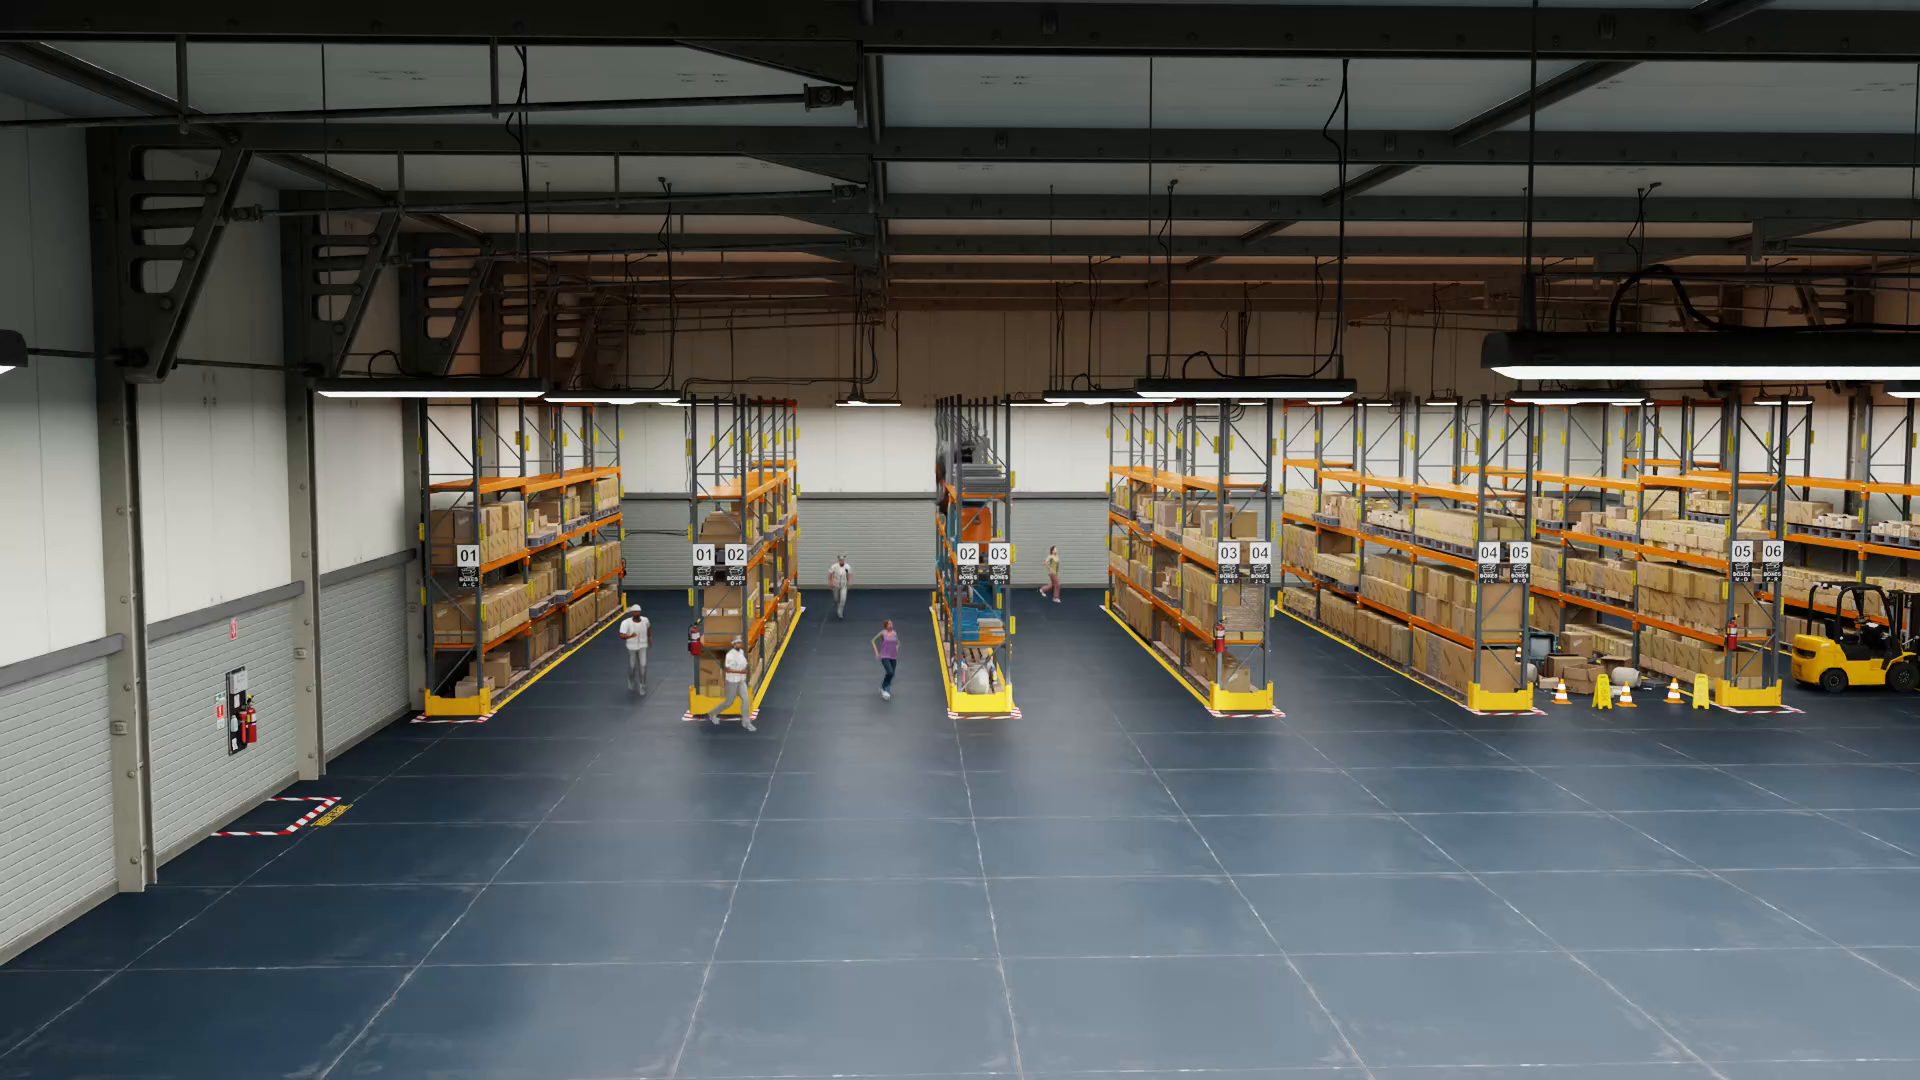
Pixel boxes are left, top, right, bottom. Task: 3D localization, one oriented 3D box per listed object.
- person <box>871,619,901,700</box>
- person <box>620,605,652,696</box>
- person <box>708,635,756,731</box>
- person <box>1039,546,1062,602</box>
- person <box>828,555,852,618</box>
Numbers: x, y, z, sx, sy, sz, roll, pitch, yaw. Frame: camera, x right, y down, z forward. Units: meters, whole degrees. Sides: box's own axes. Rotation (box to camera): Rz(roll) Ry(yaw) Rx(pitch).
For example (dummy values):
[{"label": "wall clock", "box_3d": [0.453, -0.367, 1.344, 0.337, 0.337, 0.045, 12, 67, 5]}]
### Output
[{"label": "person", "box_3d": [-1.410, 2.349, 32.720, 0.508, 1.589, 0.663, -3, 5, -33]}, {"label": "person", "box_3d": [-6.518, 2.188, 33.468, 0.681, 1.803, 0.897, -2, 5, -21]}, {"label": "person", "box_3d": [-4.051, 2.538, 29.756, 0.933, 1.717, 0.588, 3, 5, 31]}, {"label": "person", "box_3d": [2.700, 1.017, 49.557, 0.762, 1.662, 0.577, 3, 5, 30]}, {"label": "person", "box_3d": [-3.312, 1.269, 46.003, 0.675, 1.764, 0.841, -1, 5, -8]}]
